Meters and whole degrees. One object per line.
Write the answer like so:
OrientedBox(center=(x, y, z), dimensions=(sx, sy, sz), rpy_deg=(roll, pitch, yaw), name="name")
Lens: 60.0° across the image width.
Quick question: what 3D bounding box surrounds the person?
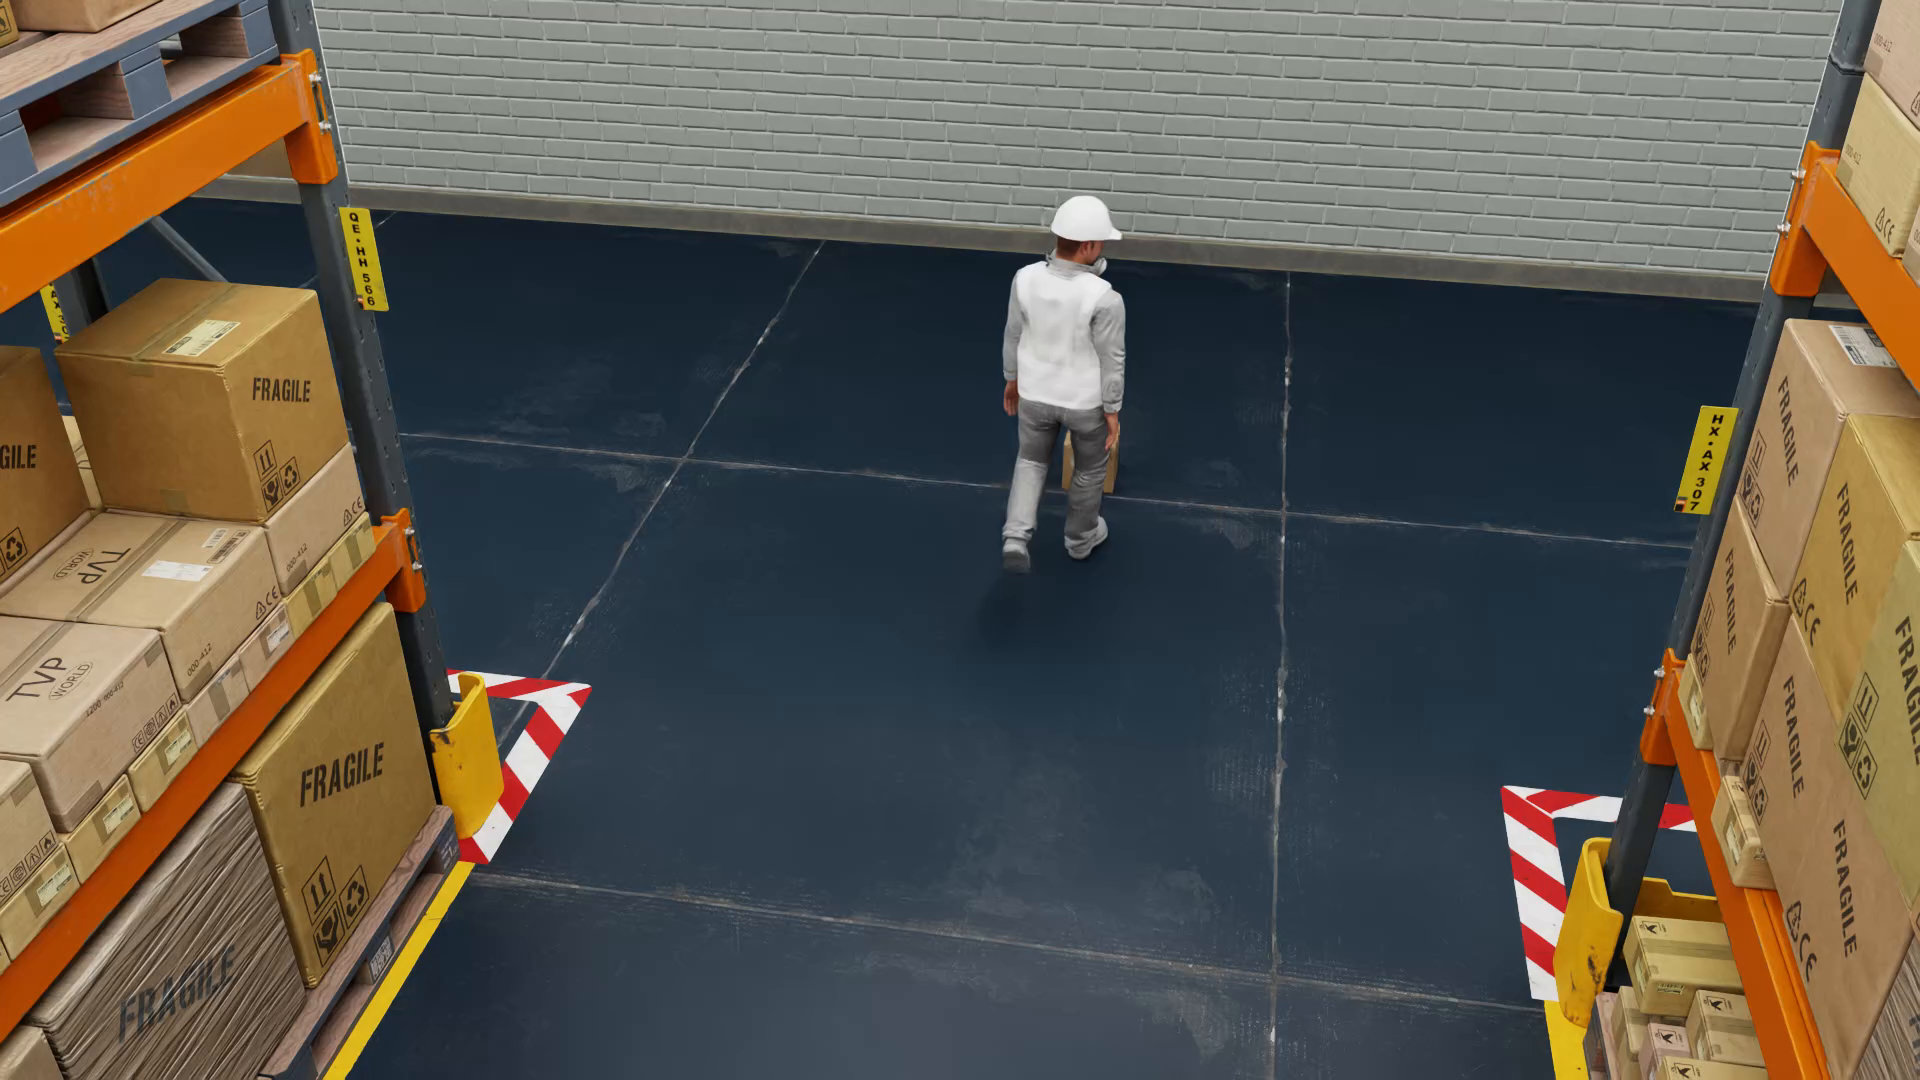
OrientedBox(center=(0.444, -0.625, 7.094), dimensions=(0.568, 1.759, 0.761), rpy_deg=(14, 35, 21), name="person")
